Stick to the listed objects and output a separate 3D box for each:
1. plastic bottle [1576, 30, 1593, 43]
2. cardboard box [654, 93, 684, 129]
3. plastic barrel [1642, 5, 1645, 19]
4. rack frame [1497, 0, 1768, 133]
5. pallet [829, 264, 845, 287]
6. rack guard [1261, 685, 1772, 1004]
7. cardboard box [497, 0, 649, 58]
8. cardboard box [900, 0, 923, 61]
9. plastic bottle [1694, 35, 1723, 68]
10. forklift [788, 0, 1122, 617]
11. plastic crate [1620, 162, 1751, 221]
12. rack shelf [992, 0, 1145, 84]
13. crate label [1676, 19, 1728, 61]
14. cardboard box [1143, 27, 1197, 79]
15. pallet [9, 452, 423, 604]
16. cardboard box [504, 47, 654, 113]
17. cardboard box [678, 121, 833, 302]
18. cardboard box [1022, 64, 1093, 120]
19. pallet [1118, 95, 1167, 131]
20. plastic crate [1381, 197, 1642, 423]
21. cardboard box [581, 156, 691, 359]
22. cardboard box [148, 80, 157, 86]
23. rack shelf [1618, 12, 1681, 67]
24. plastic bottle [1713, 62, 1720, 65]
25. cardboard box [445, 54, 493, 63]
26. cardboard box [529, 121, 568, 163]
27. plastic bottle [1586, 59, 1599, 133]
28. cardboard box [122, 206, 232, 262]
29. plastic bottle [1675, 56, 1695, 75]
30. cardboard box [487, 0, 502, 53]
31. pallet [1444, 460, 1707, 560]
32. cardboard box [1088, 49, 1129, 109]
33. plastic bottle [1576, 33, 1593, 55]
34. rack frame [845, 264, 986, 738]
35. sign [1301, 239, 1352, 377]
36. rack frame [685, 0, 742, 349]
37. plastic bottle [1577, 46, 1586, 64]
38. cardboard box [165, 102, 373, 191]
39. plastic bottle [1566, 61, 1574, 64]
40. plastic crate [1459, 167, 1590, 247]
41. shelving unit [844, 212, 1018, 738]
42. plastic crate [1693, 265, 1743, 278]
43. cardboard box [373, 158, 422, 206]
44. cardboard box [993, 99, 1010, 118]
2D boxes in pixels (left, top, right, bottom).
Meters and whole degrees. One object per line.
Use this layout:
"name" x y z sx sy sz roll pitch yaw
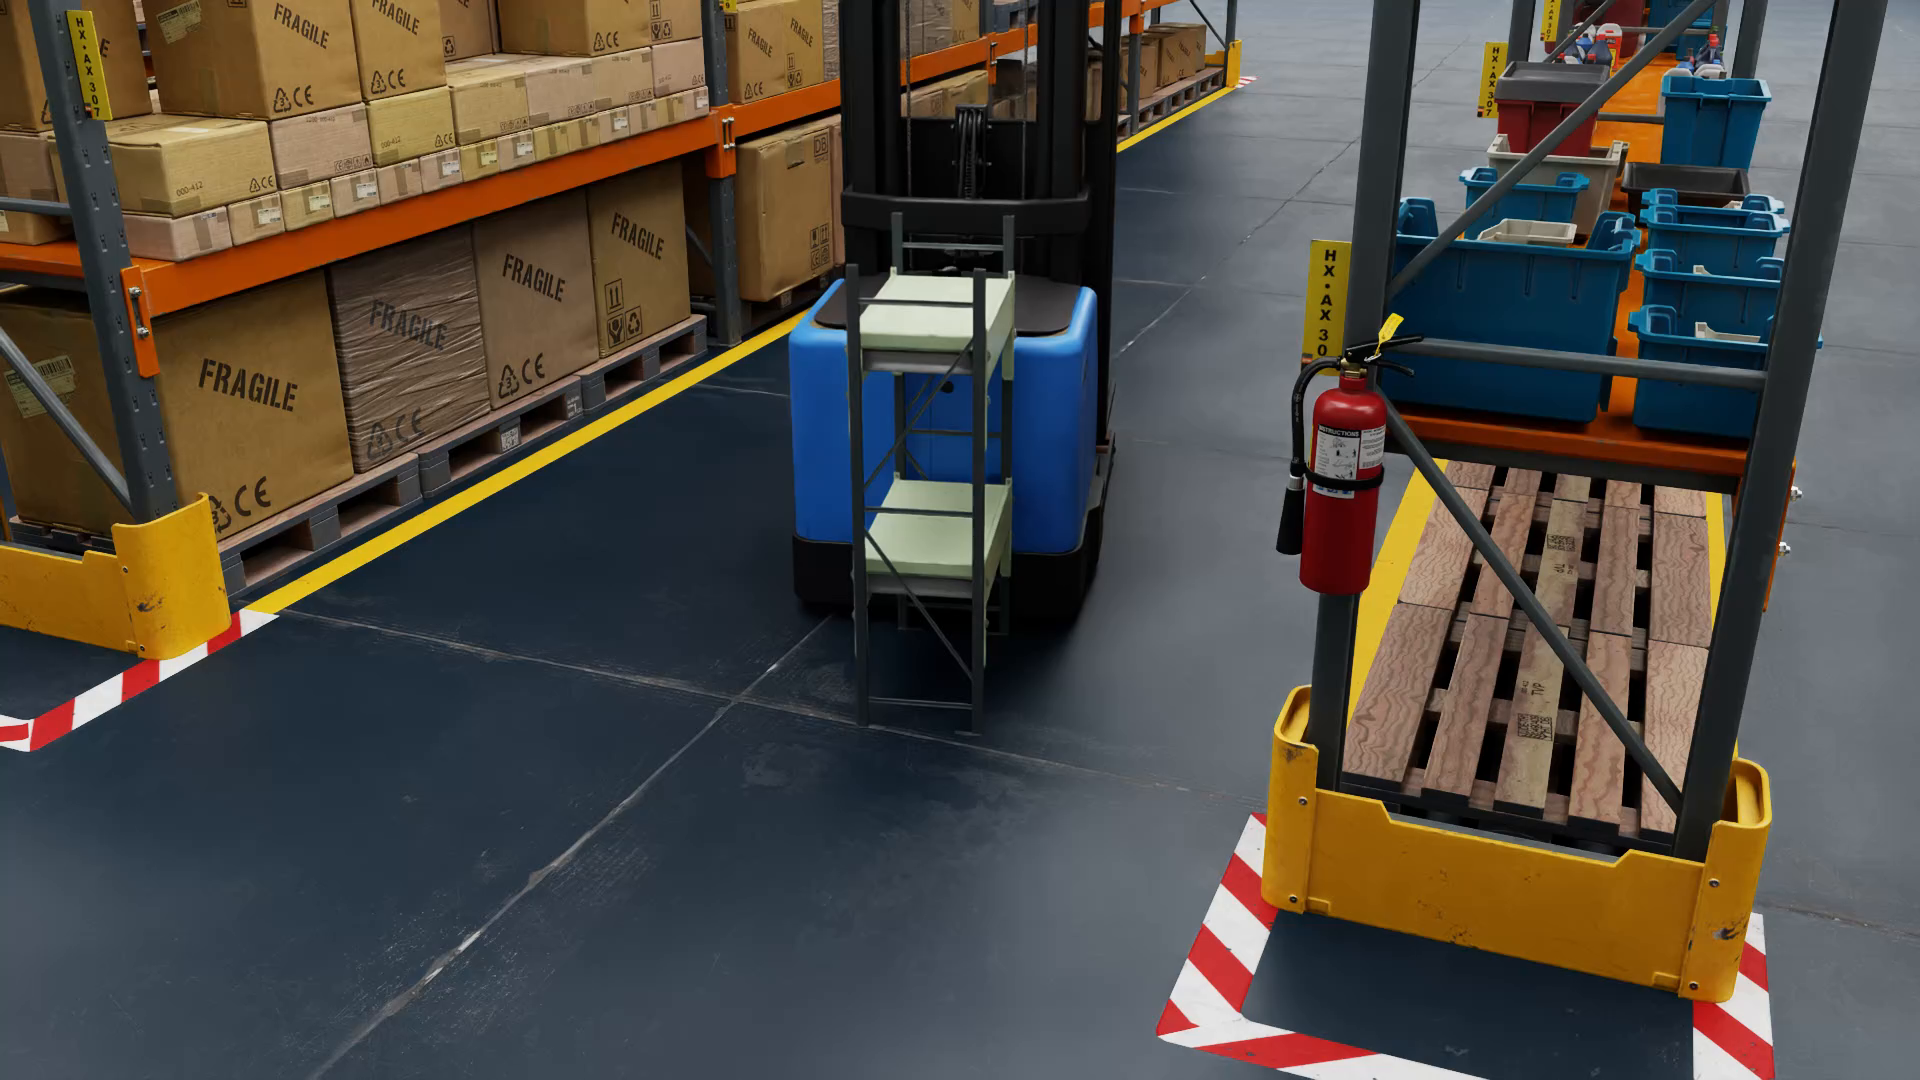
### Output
"plastic bottle" 3.731 -2.935 10.045 0.152 0.276 0.135 9 24 20
"cardboard box" -1.625 -2.180 8.402 0.380 0.149 0.250 9 24 21
"plastic barrel" 5.216 -4.182 13.050 0.301 0.262 0.301 0 23 0
"rack frame" 2.878 -1.835 7.251 1.000 3.000 0.127 9 24 20
"pallet" -1.052 -1.982 11.222 1.003 0.211 1.213 9 24 20
"rack guard" 1.396 0.760 4.281 1.175 0.500 0.348 9 24 20
"cardboard box" -1.833 -2.577 7.862 0.500 0.500 0.500 9 24 21
"cardboard box" -0.568 -3.446 10.977 0.500 0.500 0.500 8 24 18
"plastic bottle" 4.087 -2.578 9.093 0.144 0.351 0.185 9 24 20
"forklift" 0.110 -1.614 6.811 1.130 2.935 3.031 3 23 7
"plastic crate" 2.712 -1.297 6.241 0.437 0.125 0.590 9 24 20
"rack shelf" 0.508 -4.359 14.228 1.077 0.370 4.000 9 24 20
"crate label" 4.868 -3.286 10.943 0.303 0.233 0.416 9 24 20
"cardboard box" 2.299 -5.439 18.577 0.500 0.500 0.500 16 28 34
"pallet" -2.982 -0.123 6.771 1.003 0.211 1.213 9 24 20
"cardboard box" -1.831 -2.231 8.008 0.500 0.250 0.500 10 24 22
"cardboard box" -1.501 -1.989 9.832 1.225 0.875 0.875 9 24 20
"cardboard box" 0.808 -4.072 15.279 0.700 0.500 0.500 9 24 20
"pallet" 1.468 -4.365 16.927 1.003 0.211 1.213 9 24 20
"plastic crate" 1.343 -0.594 4.157 0.616 0.435 0.499 9 24 20
"cardboard box" -2.040 -1.533 8.739 0.875 0.875 0.875 9 24 20
"cardboard box" -5.860 -3.353 12.610 0.500 0.250 0.500 8 24 18
"rack shelf" 5.107 -3.650 12.530 1.077 0.370 4.000 9 24 20
"plastic bottle" 3.902 -2.339 8.624 0.097 0.271 0.097 0 23 0
"cardboard box" -2.515 -2.118 7.737 0.500 0.250 0.500 9 24 21
"cardboard box" -2.007 -1.812 7.522 0.380 0.149 0.250 8 24 19
"plastic bottle" 3.050 -2.167 8.111 0.144 0.351 0.185 9 24 20
"cardboard box" -2.768 -1.076 5.761 0.380 0.149 0.250 9 24 21
"plastic bottle" 3.841 -2.429 8.840 0.097 0.271 0.097 0 23 0
"cardboard box" -2.326 -2.648 8.034 0.500 0.500 0.500 9 24 20
"pallet" 2.641 -0.279 7.145 1.003 0.211 1.213 9 24 20
"cardboard box" 1.437 -4.585 16.532 0.500 0.500 0.500 8 24 18
"plastic bottle" 3.719 -2.886 9.936 0.097 0.271 0.097 0 23 0
"rack frame" -0.126 -0.081 4.998 0.400 1.500 0.023 3 23 7
"sign" 0.876 -0.552 3.967 0.100 0.325 0.005 9 24 20
"rack frame" -1.720 -2.544 8.949 1.000 3.000 0.127 9 24 20
"plastic bottle" 3.388 -2.604 9.254 0.152 0.276 0.135 9 24 20
"cardboard box" -2.590 -1.501 6.260 0.500 0.250 0.500 8 24 19
"plastic bottle" 3.097 -2.324 8.584 0.152 0.276 0.135 9 24 20
"plastic crate" 1.917 -1.126 5.692 0.416 0.233 0.300 9 24 20
"shelving unit" -0.075 -0.221 5.332 0.431 1.500 0.755 3 23 7
"plastic crate" 2.238 -0.696 4.790 0.250 0.136 0.298 9 24 20
"cardboard box" -2.388 -1.444 6.642 0.380 0.149 0.250 8 24 19
"cardboard box" -0.004 -3.268 13.353 0.700 0.500 0.500 7 24 17
